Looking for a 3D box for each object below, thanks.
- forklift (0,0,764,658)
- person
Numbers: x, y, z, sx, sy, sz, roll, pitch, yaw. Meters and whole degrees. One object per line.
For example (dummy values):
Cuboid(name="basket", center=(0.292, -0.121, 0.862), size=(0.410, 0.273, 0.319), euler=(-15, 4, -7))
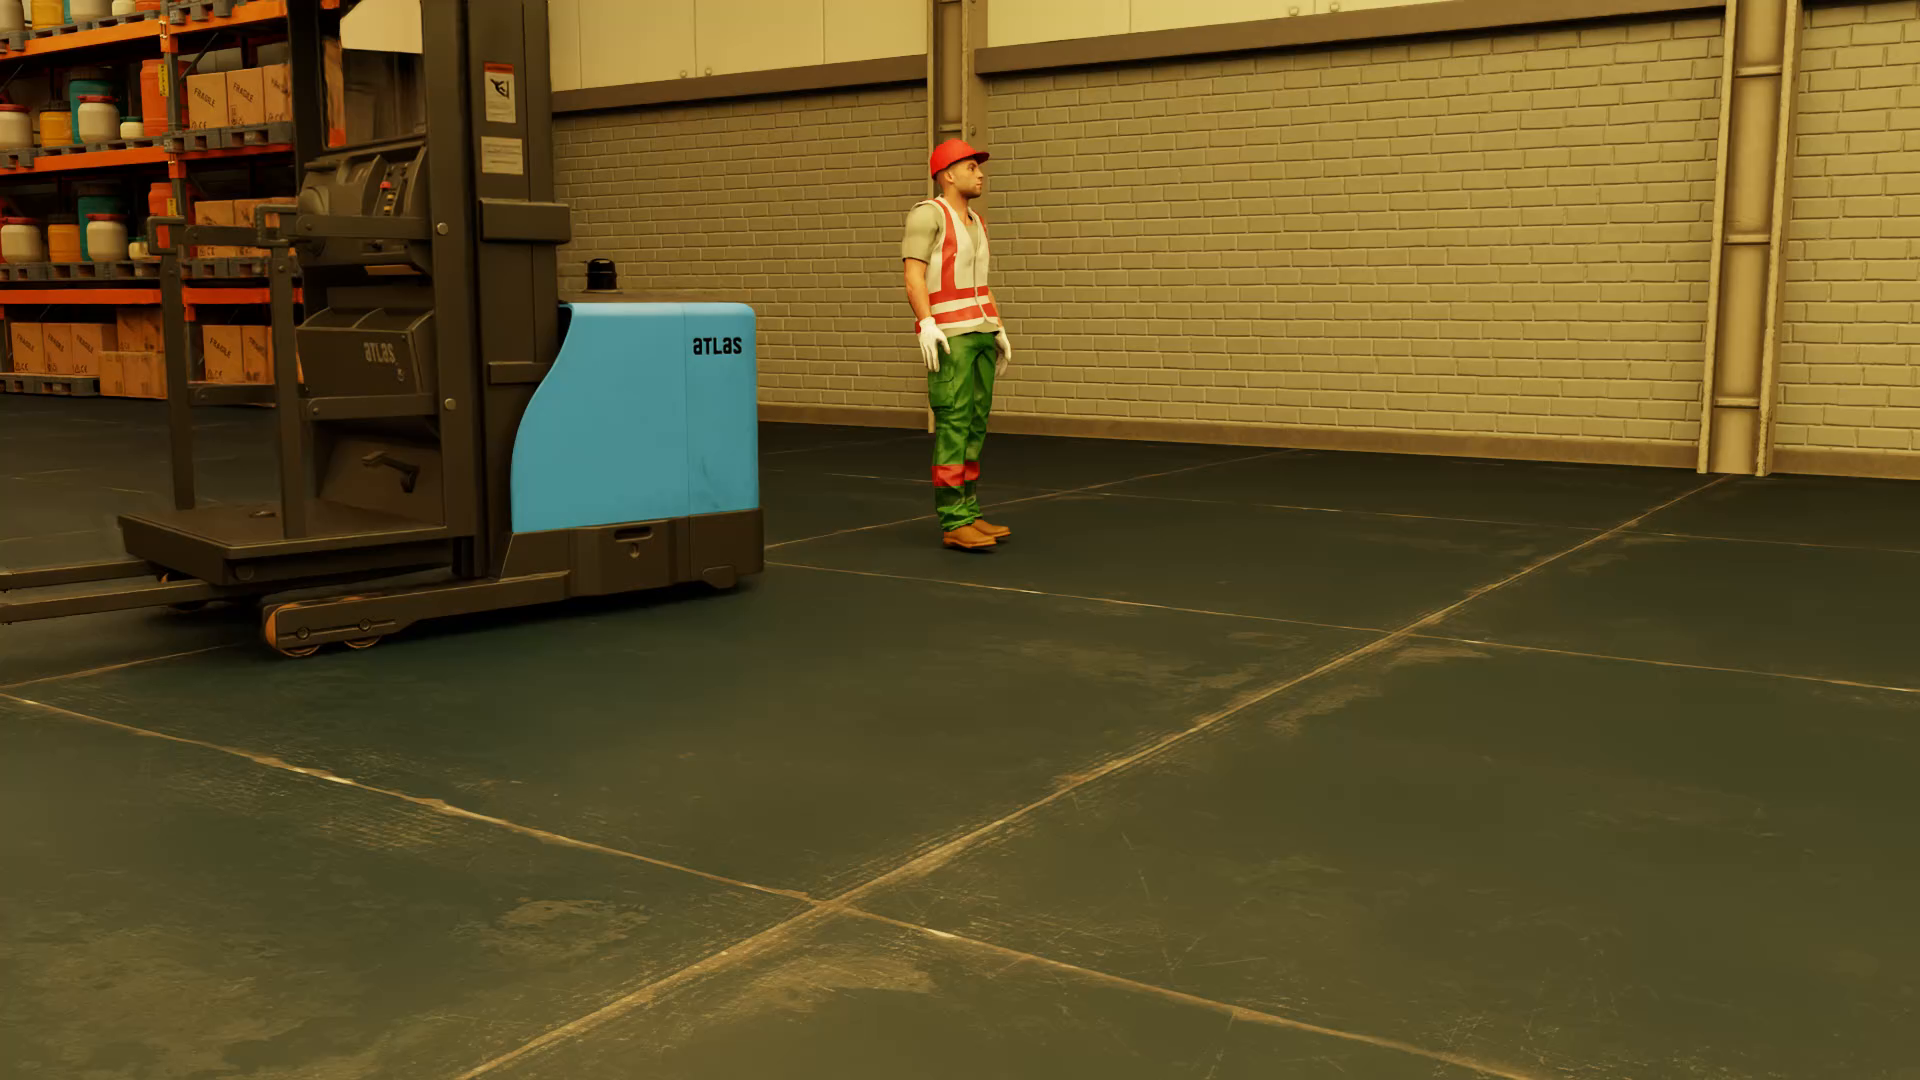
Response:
Cuboid(name="forklift", center=(-2.167, -1.174, 5.449), size=(3.031, 2.935, 1.130), euler=(-7, 11, -42))
Cuboid(name="person", center=(0.060, -0.885, 7.422), size=(0.562, 1.790, 0.637), euler=(5, 10, 34))
